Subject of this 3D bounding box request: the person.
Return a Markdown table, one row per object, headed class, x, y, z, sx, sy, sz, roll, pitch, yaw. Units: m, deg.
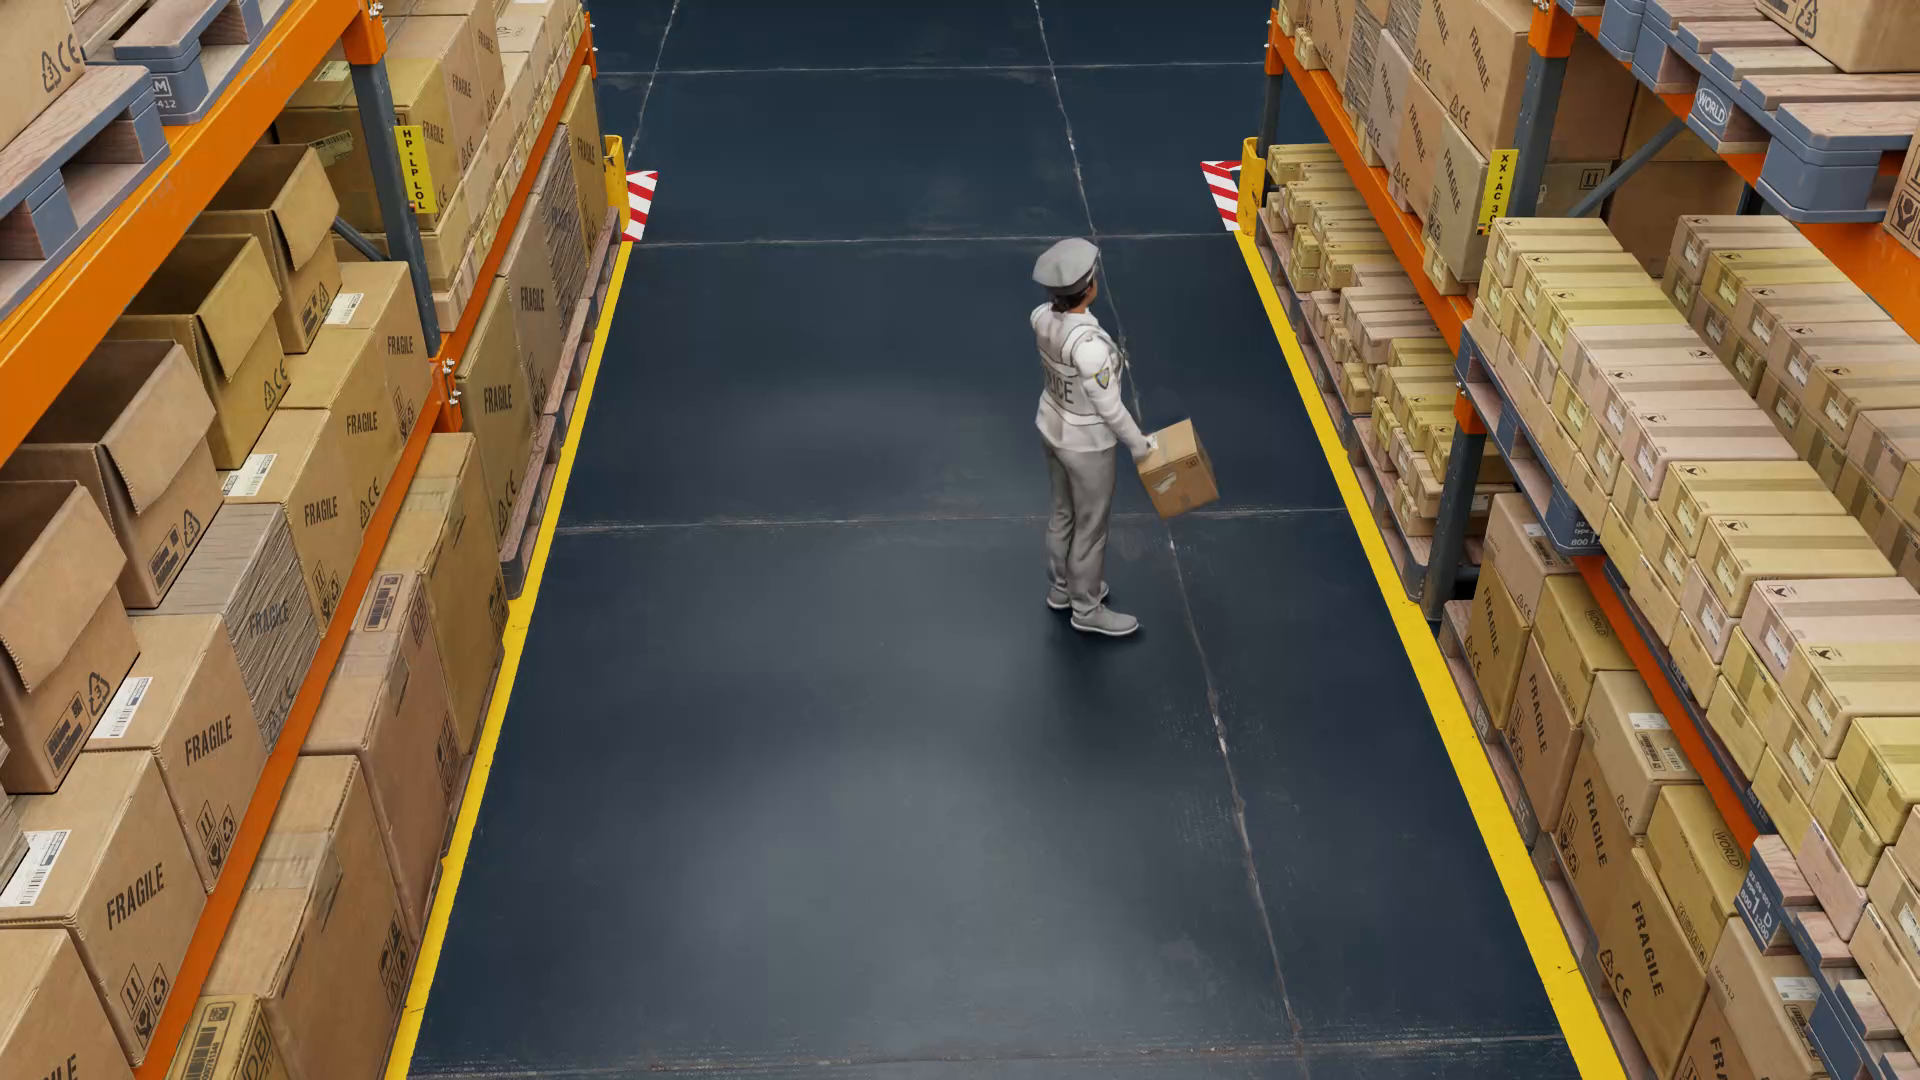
| class | x | y | z | sx | sy | sz | roll | pitch | yaw |
| --- | --- | --- | --- | --- | --- | --- | --- | --- | --- |
| person | 0.501 | -0.402 | 6.672 | 0.457 | 1.696 | 0.542 | -15 | 38 | -20 |
